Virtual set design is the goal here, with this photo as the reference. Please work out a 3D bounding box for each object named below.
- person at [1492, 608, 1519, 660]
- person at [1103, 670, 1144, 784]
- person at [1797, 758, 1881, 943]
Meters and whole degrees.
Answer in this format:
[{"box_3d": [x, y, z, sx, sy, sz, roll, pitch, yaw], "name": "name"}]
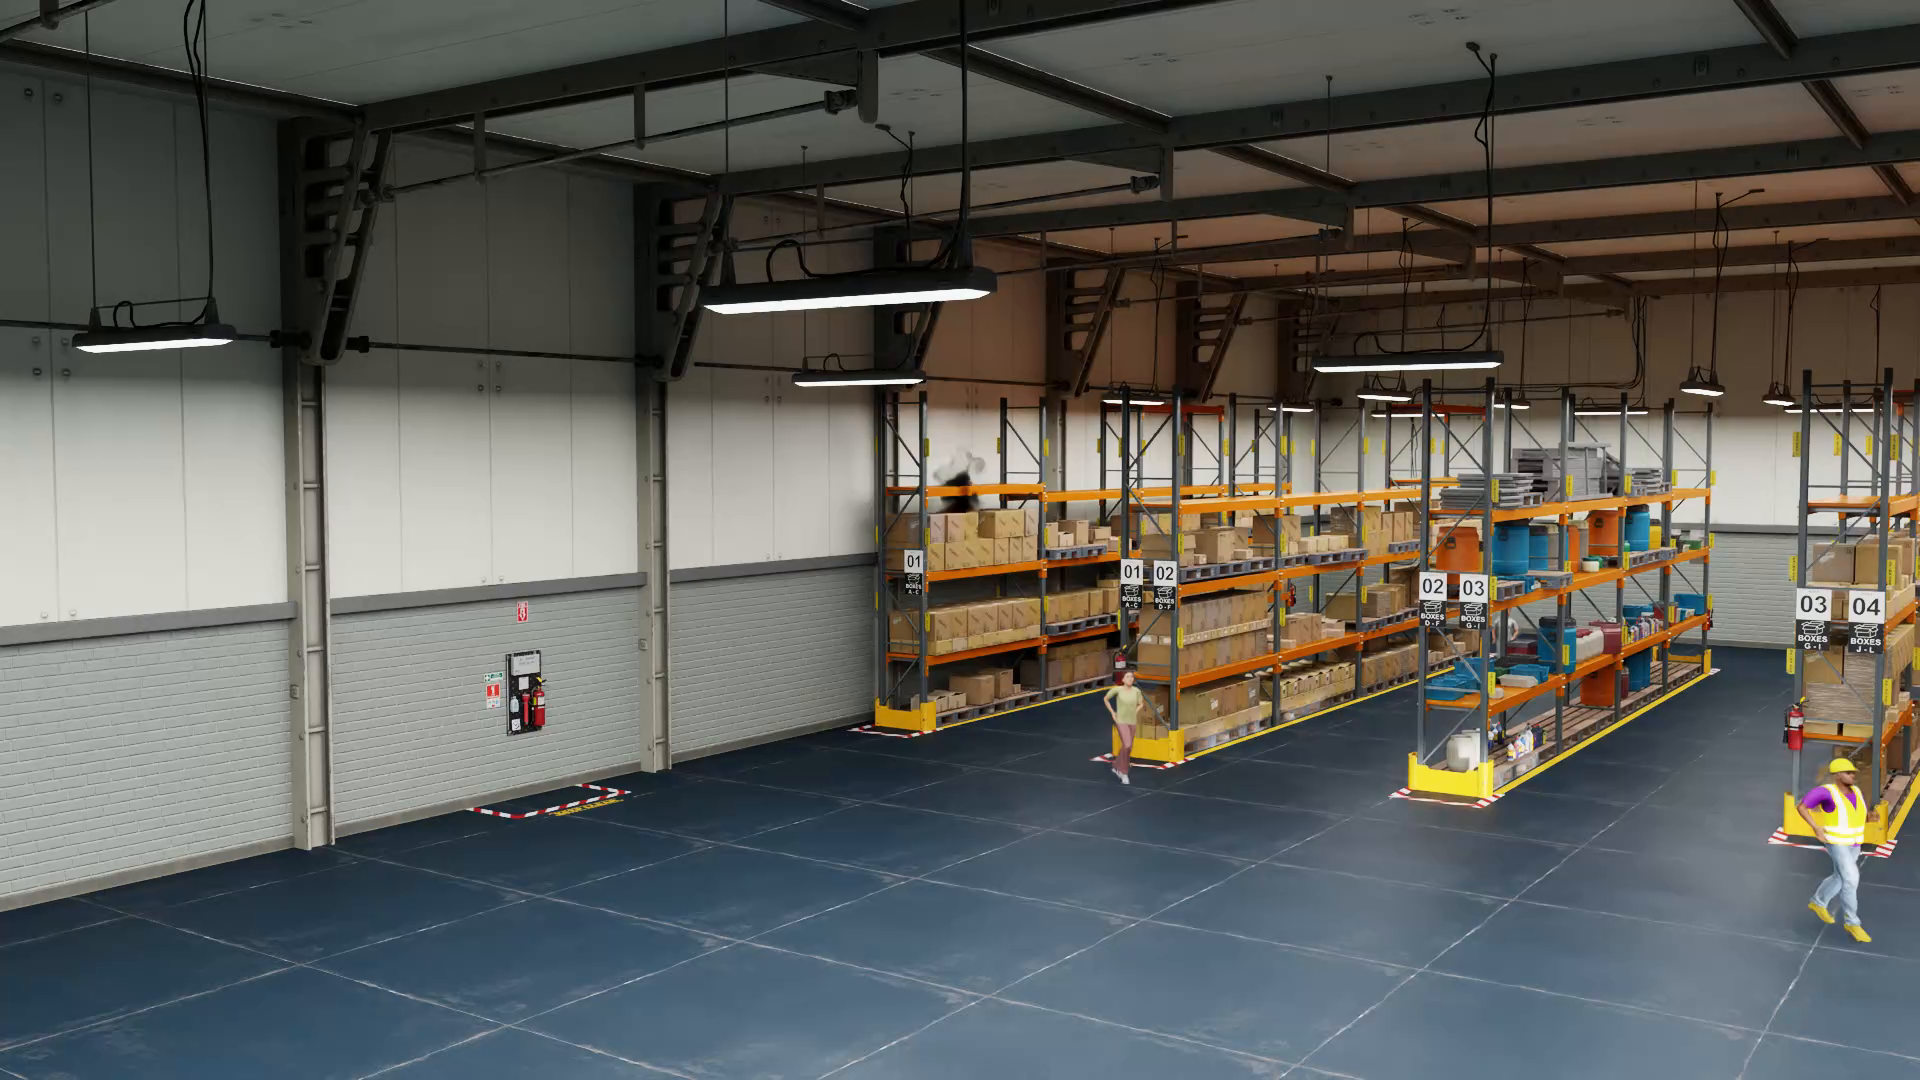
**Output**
[{"box_3d": [11.655, 2.223, 35.559, 0.566, 1.626, 0.572, 1, 3, 22], "name": "person"}, {"box_3d": [2.484, 2.790, 24.985, 0.568, 1.709, 0.662, -1, 3, -23], "name": "person"}, {"box_3d": [9.098, 3.146, 17.139, 0.682, 1.800, 0.810, -1, 3, -24], "name": "person"}]
